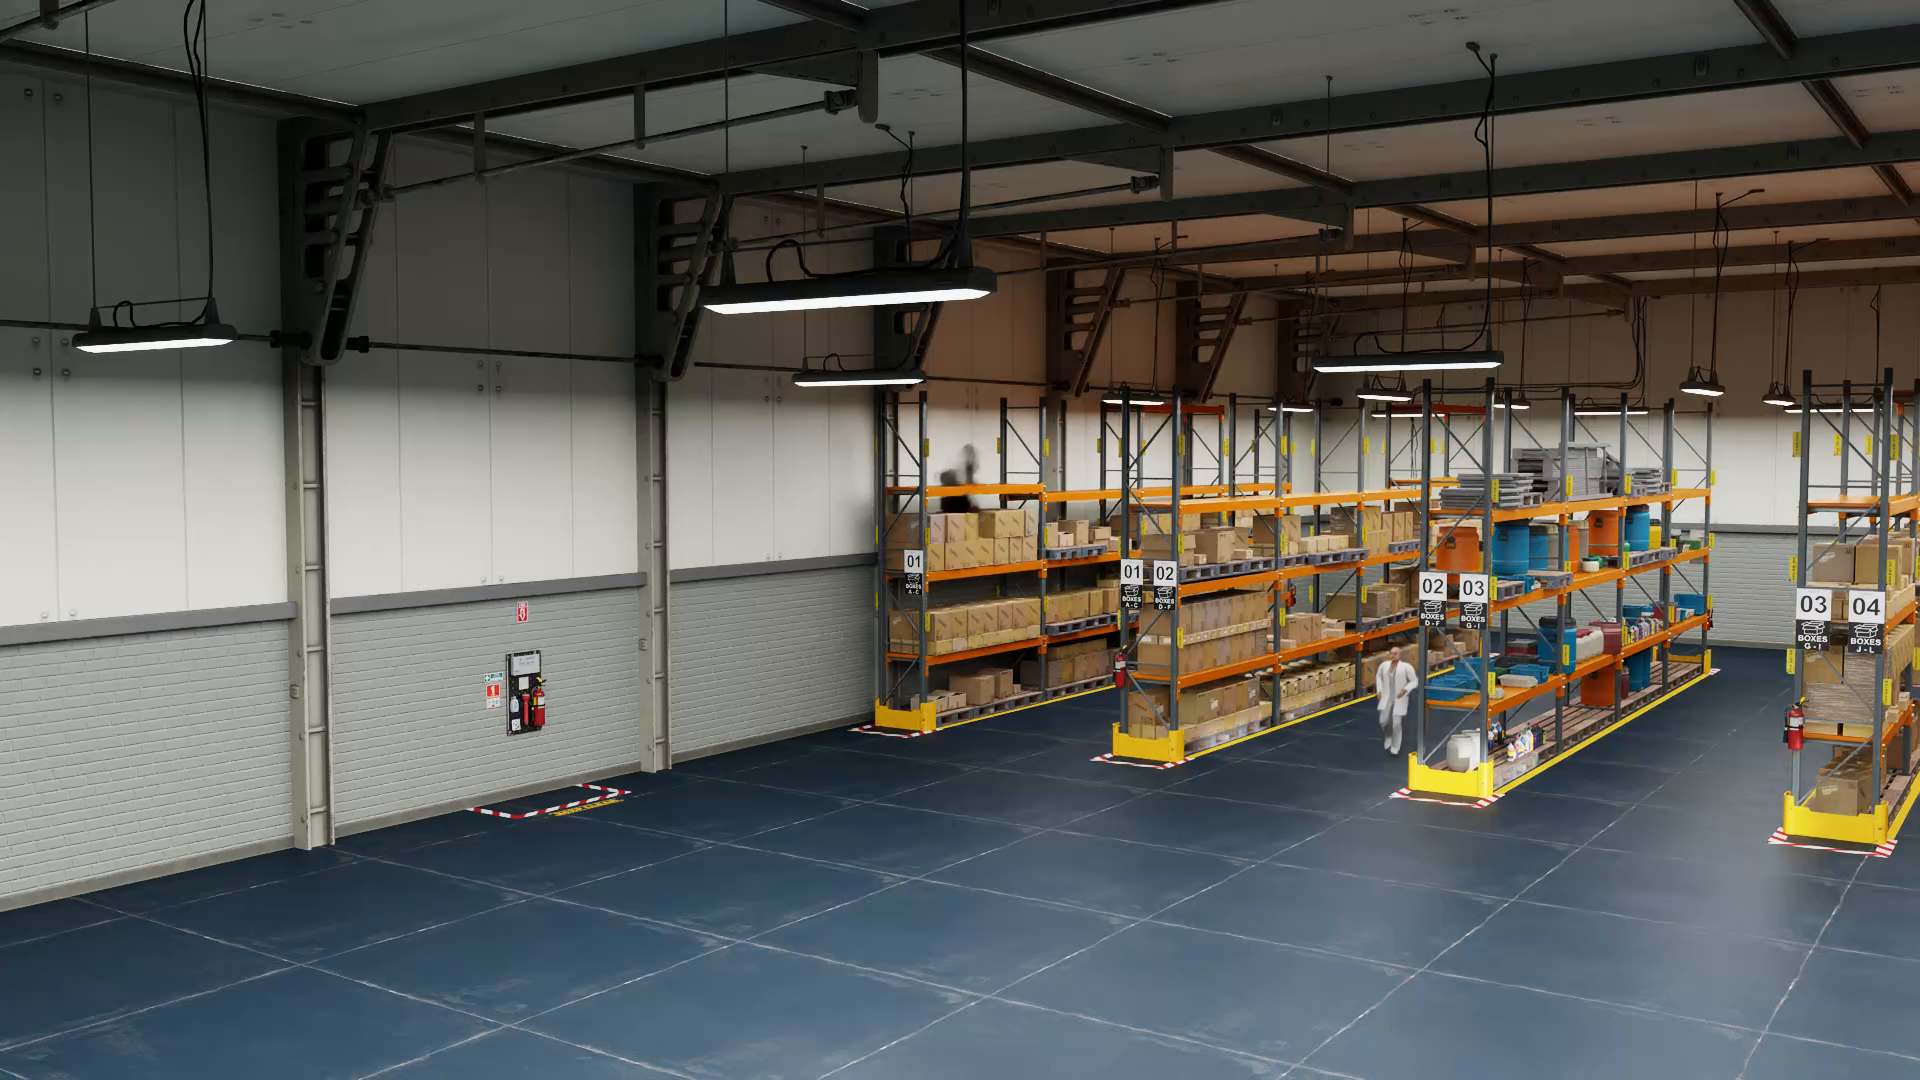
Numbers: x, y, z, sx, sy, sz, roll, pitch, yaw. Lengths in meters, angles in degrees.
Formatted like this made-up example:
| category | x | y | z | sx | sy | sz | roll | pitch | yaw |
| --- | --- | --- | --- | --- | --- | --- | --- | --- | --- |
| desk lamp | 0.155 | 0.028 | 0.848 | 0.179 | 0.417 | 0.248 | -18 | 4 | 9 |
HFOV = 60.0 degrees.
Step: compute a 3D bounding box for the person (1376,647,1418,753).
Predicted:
| category | x | y | z | sx | sy | sz | roll | pitch | yaw |
| --- | --- | --- | --- | --- | --- | --- | --- | --- | --- |
| person | 7.110 | 2.621 | 27.201 | 0.722 | 1.746 | 0.628 | 2 | 4 | 30 |
